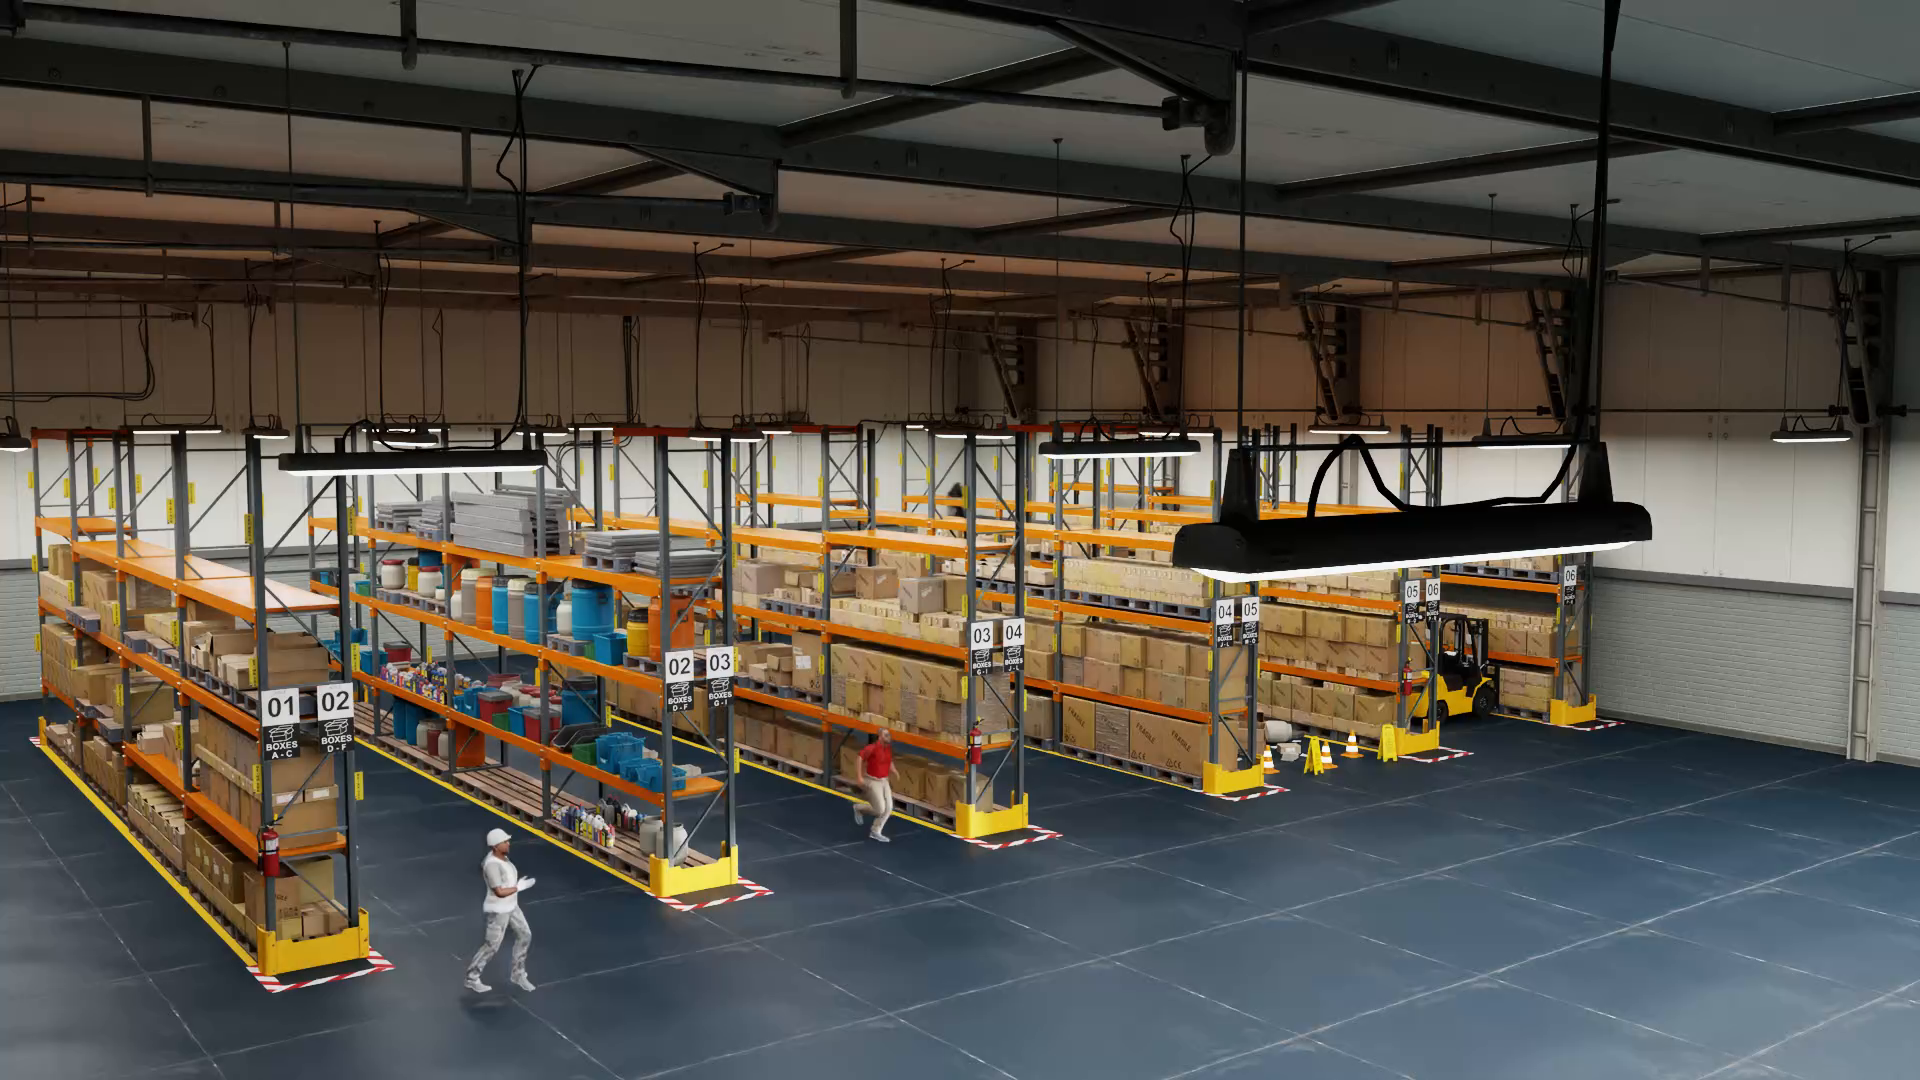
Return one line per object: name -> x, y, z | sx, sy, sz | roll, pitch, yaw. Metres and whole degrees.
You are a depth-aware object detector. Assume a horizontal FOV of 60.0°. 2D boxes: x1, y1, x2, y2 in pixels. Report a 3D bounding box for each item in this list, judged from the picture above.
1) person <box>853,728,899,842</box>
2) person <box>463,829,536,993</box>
person -> -1.232, 3.591, 24.479 | 0.708, 1.683, 0.698 | 3, 5, 35
person -> -4.963, 4.028, 17.979 | 0.787, 1.842, 0.666 | 0, 4, 0
